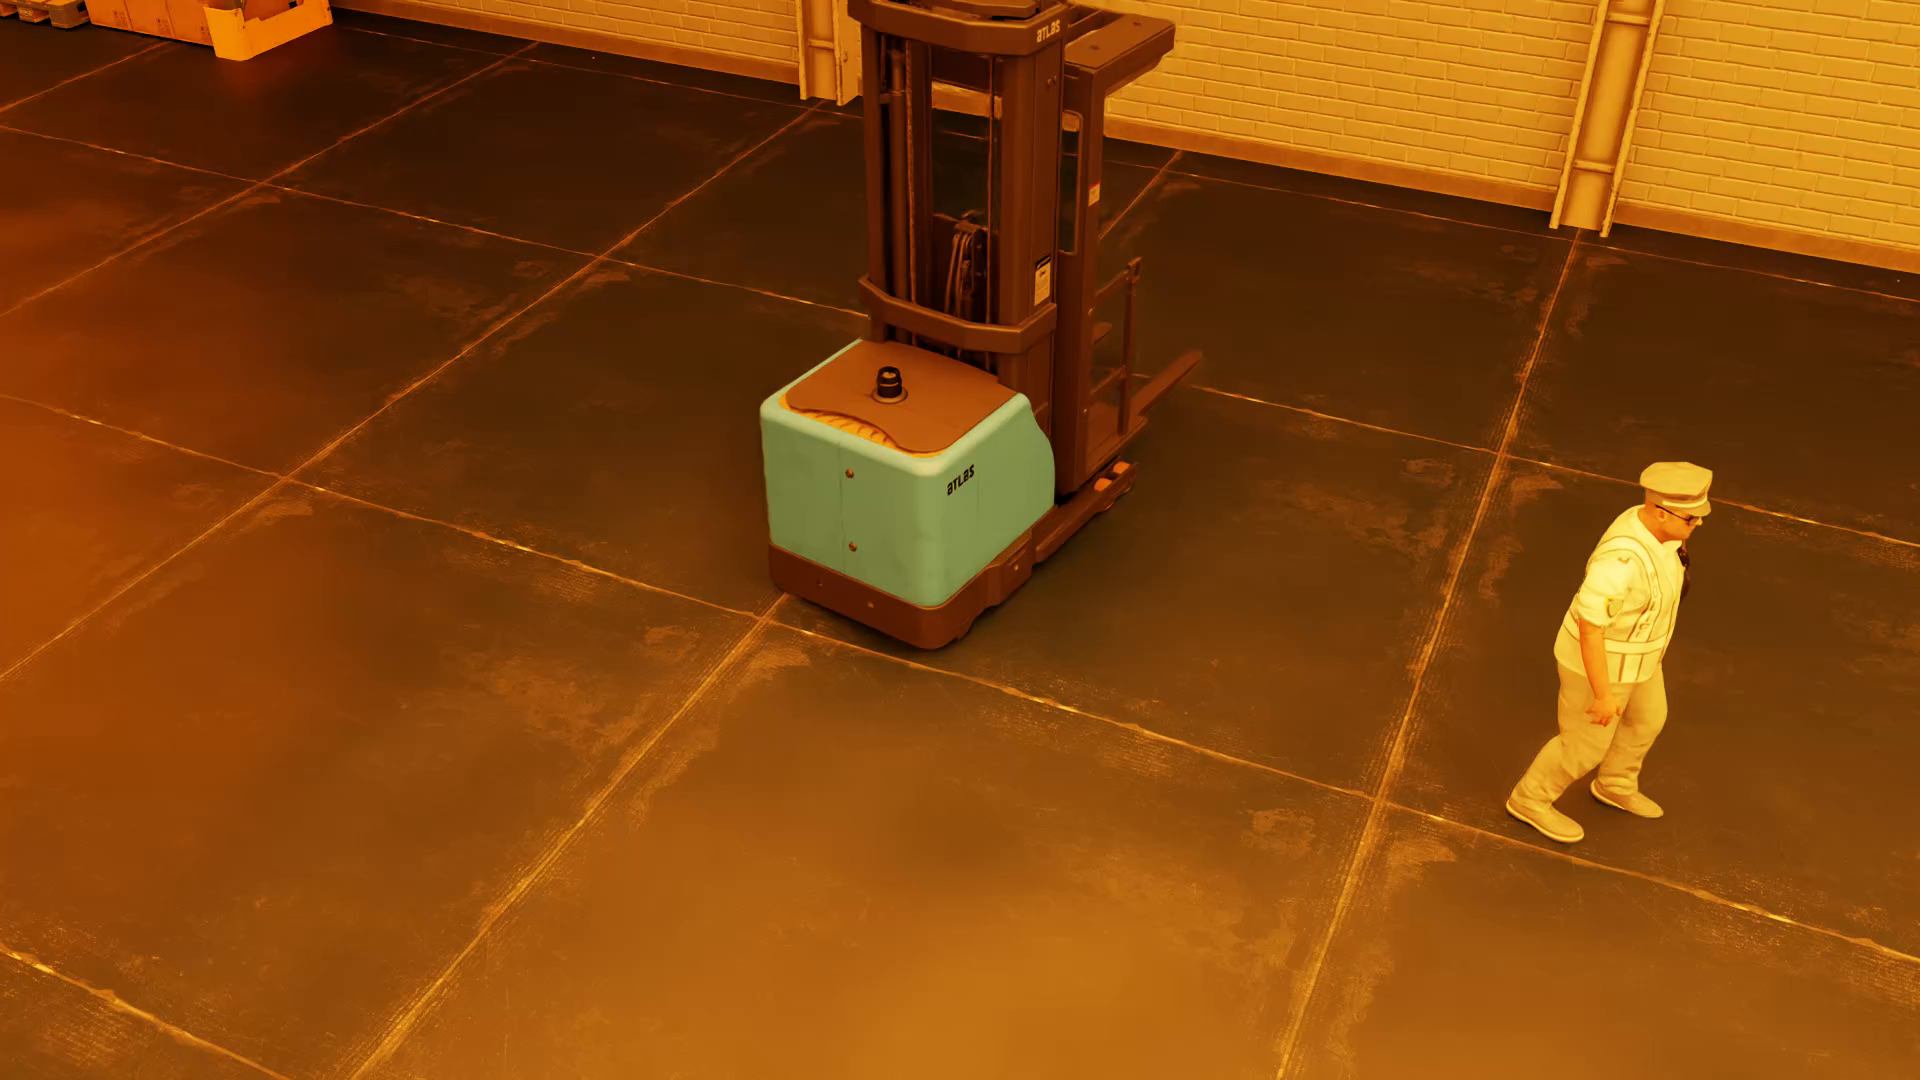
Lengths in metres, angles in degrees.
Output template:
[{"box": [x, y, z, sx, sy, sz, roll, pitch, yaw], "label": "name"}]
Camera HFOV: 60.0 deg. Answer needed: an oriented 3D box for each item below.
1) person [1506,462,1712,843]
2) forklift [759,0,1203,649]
[{"box": [2.593, 0.486, 6.473, 0.542, 1.791, 0.631, 26, 43, 32], "label": "person"}, {"box": [0.301, -1.497, 8.186, 1.130, 2.935, 3.031, 22, 41, 27], "label": "forklift"}]
